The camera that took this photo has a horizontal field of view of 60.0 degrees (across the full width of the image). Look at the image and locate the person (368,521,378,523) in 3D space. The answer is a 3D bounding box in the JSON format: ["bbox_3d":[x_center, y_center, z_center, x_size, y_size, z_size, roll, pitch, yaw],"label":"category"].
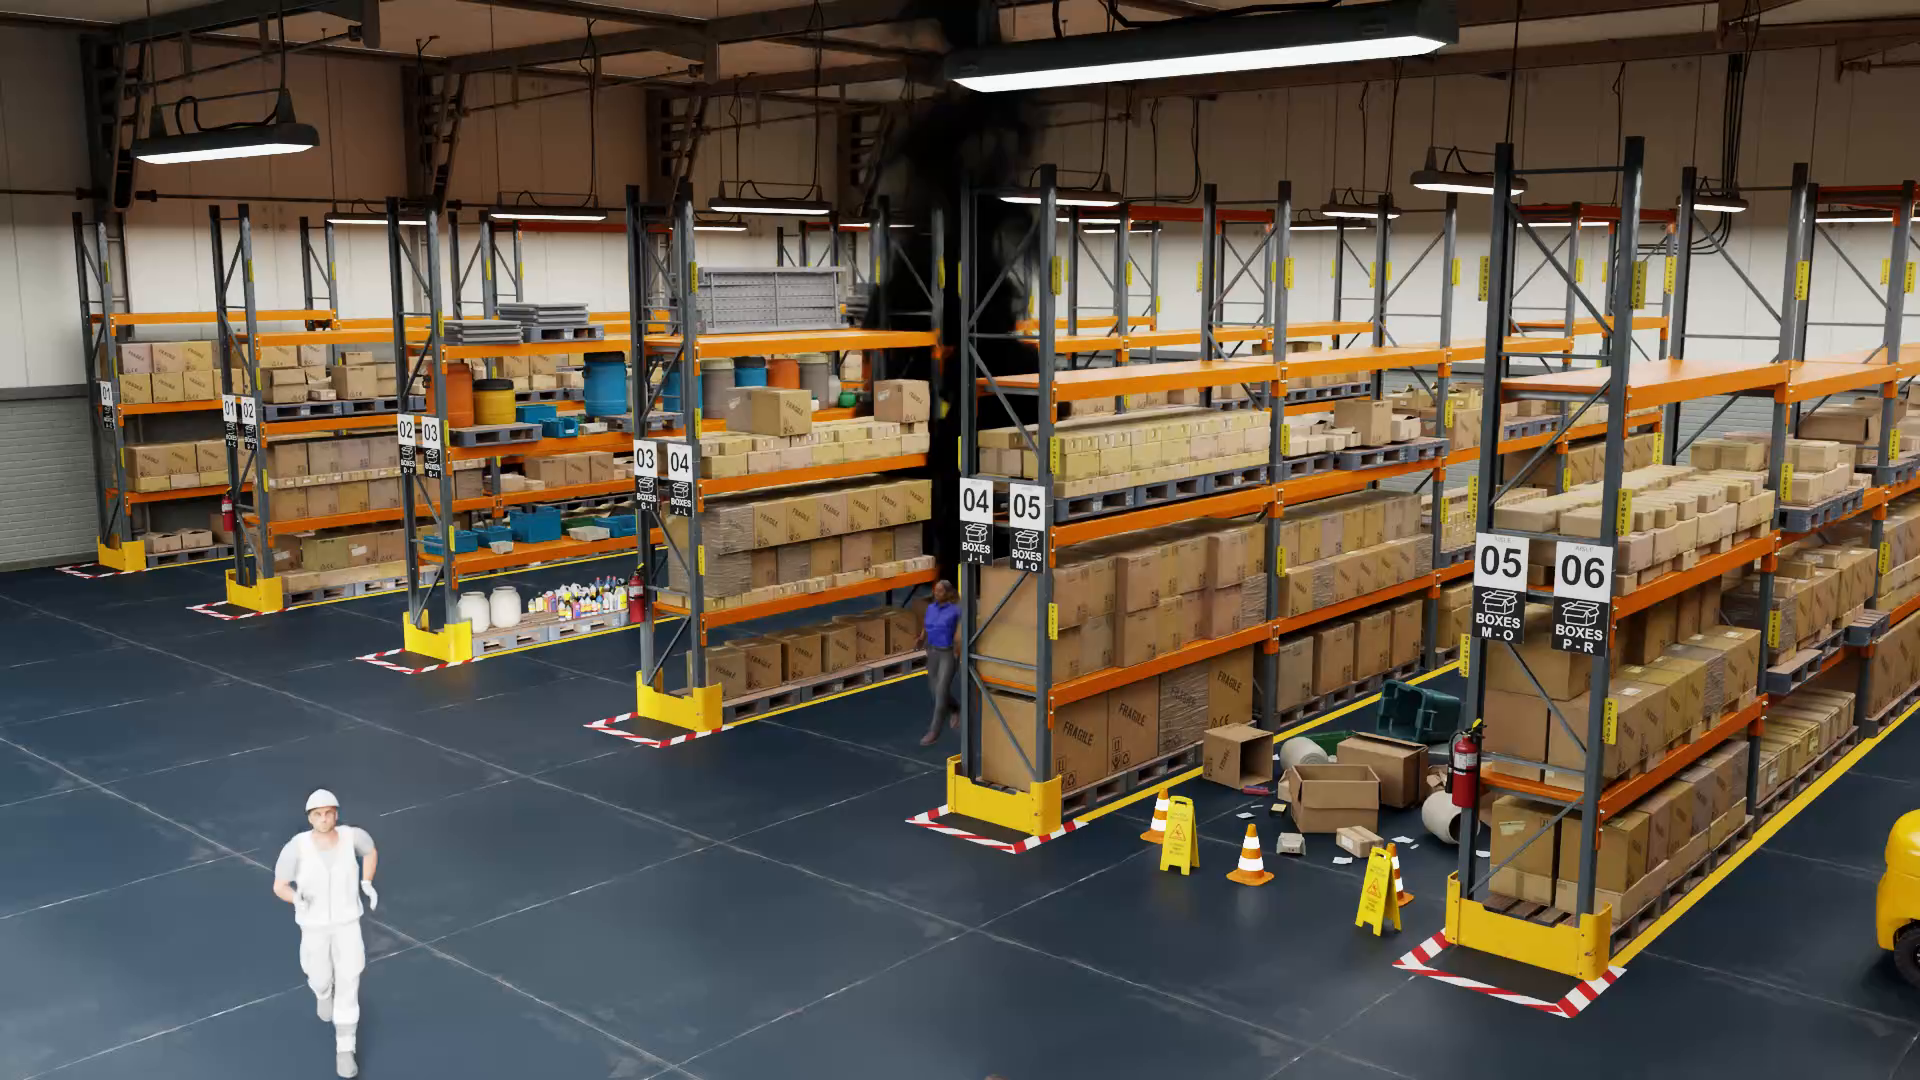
[{"bbox_3d":[-10.087,-0.459,28.521,0.695,1.771,0.962,6,11,34],"label":"person"}]

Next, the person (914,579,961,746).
[{"bbox_3d":[-0.167,1.241,17.202,0.579,1.659,0.784,7,12,35],"label":"person"}]

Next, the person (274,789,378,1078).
[{"bbox_3d":[-4.104,2.489,10.844,0.654,1.776,0.985,-4,10,-24],"label":"person"}]
